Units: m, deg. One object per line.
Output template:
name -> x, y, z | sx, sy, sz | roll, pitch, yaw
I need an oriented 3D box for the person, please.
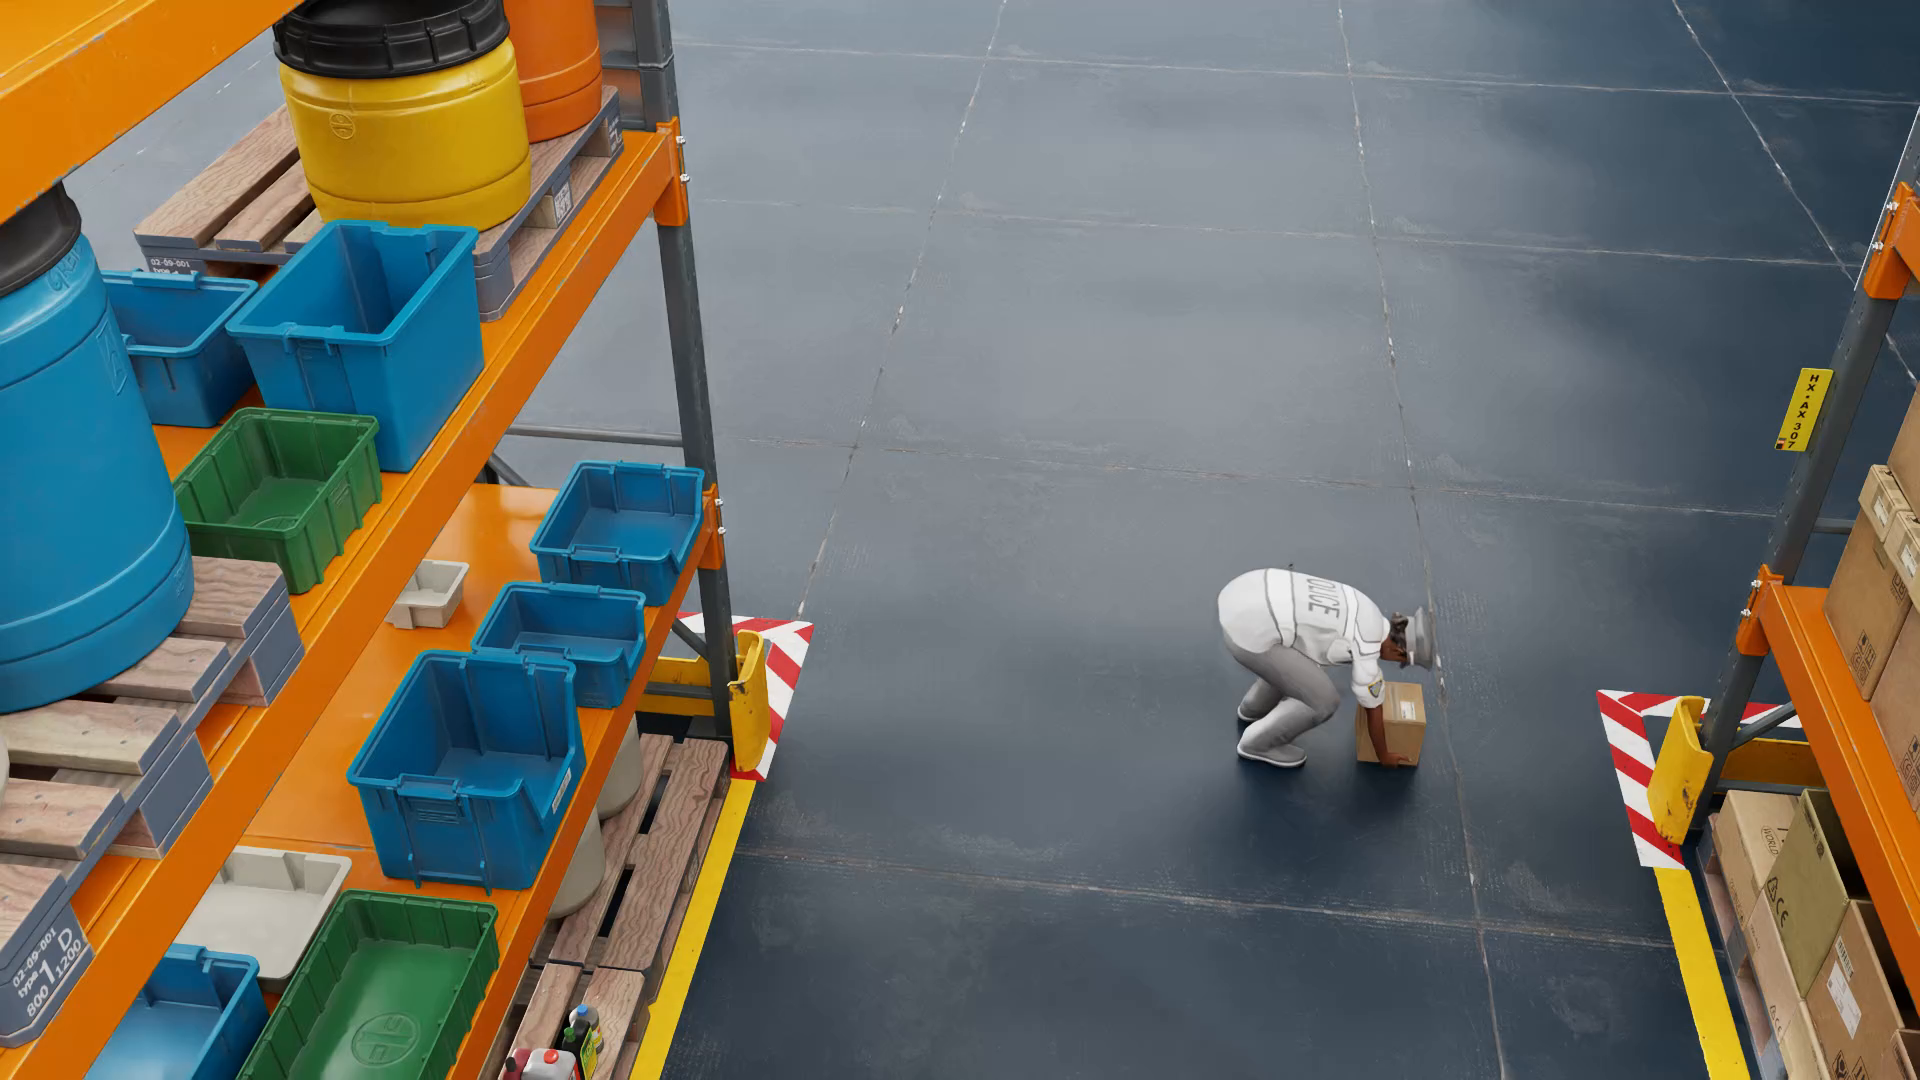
person -> 1.519, 0.529, 7.005 | 0.907, 0.857, 0.471 | 3, 36, 4
